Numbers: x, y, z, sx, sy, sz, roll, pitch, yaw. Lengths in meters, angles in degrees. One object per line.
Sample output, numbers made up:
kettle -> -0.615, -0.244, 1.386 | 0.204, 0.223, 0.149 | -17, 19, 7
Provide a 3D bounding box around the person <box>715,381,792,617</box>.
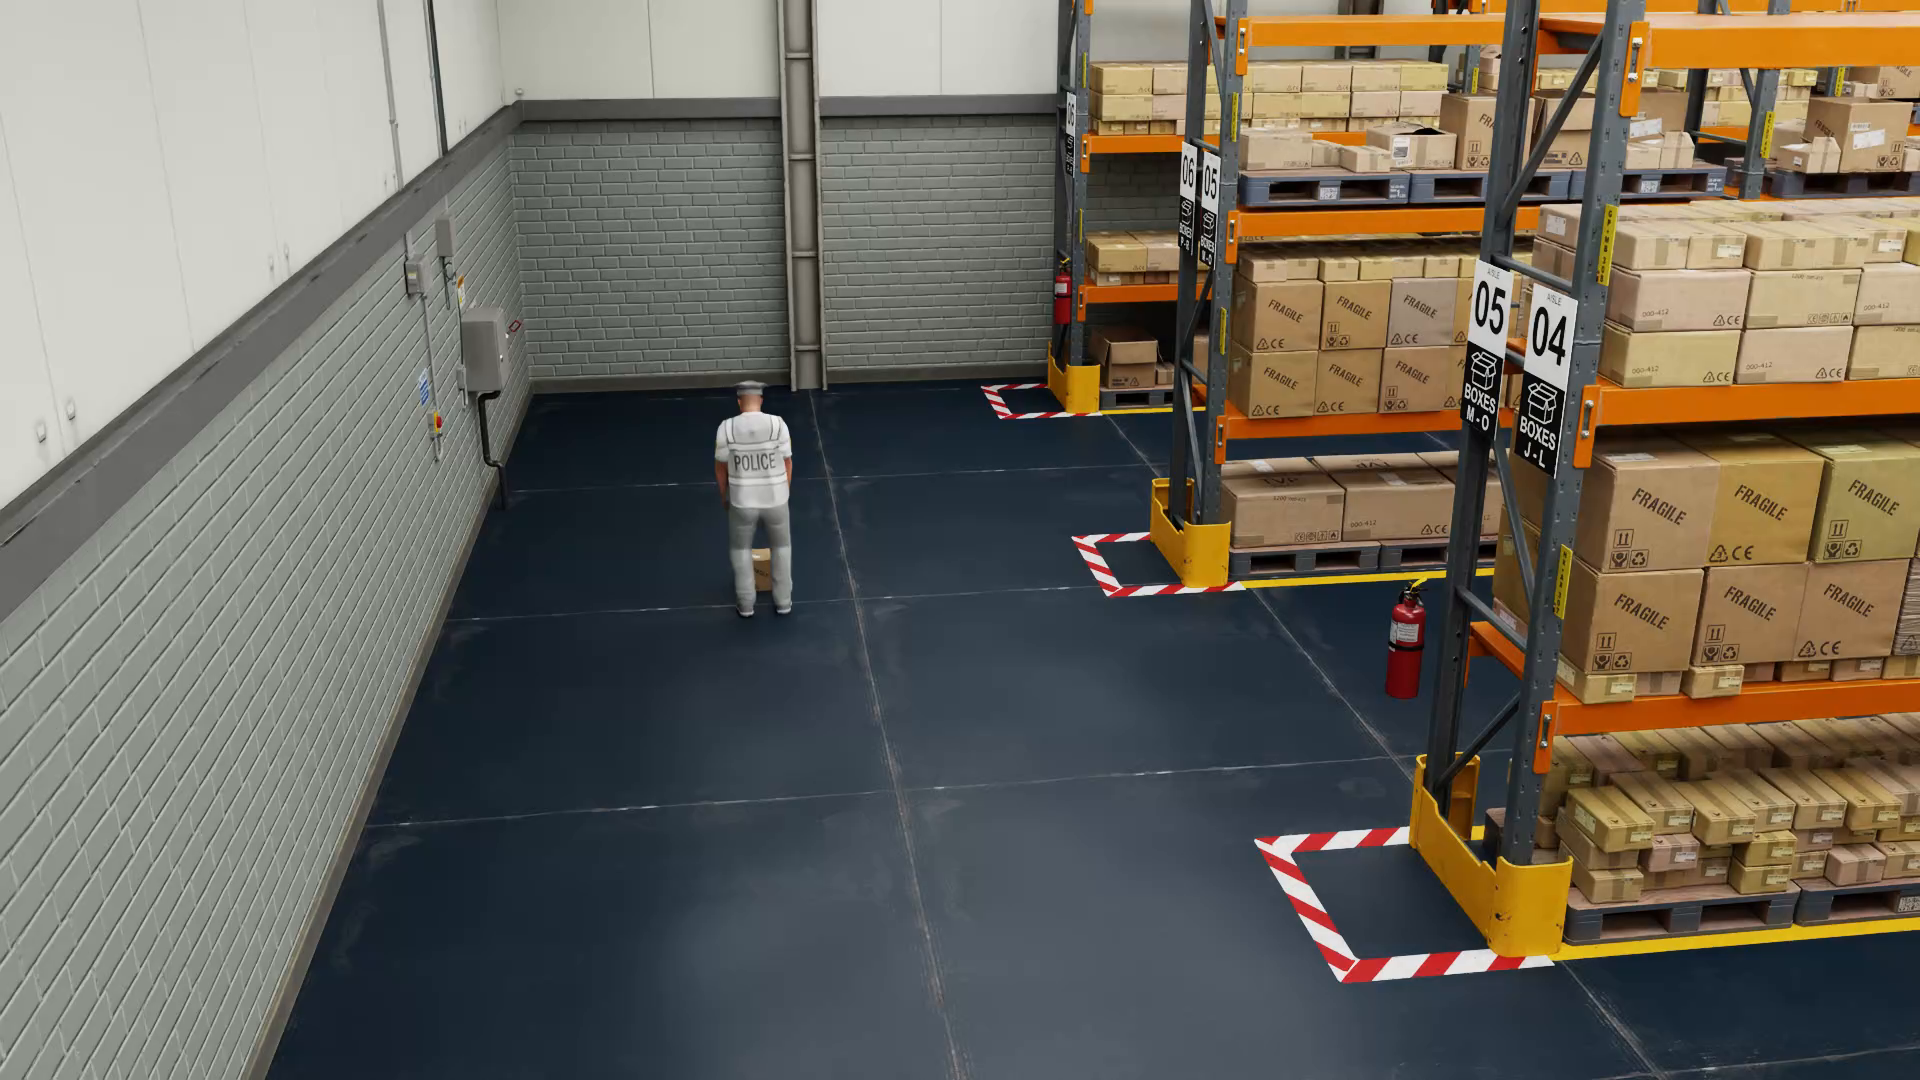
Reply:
person -> -1.470, -0.287, 11.927 | 0.550, 1.716, 0.457 | -2, 20, -6
